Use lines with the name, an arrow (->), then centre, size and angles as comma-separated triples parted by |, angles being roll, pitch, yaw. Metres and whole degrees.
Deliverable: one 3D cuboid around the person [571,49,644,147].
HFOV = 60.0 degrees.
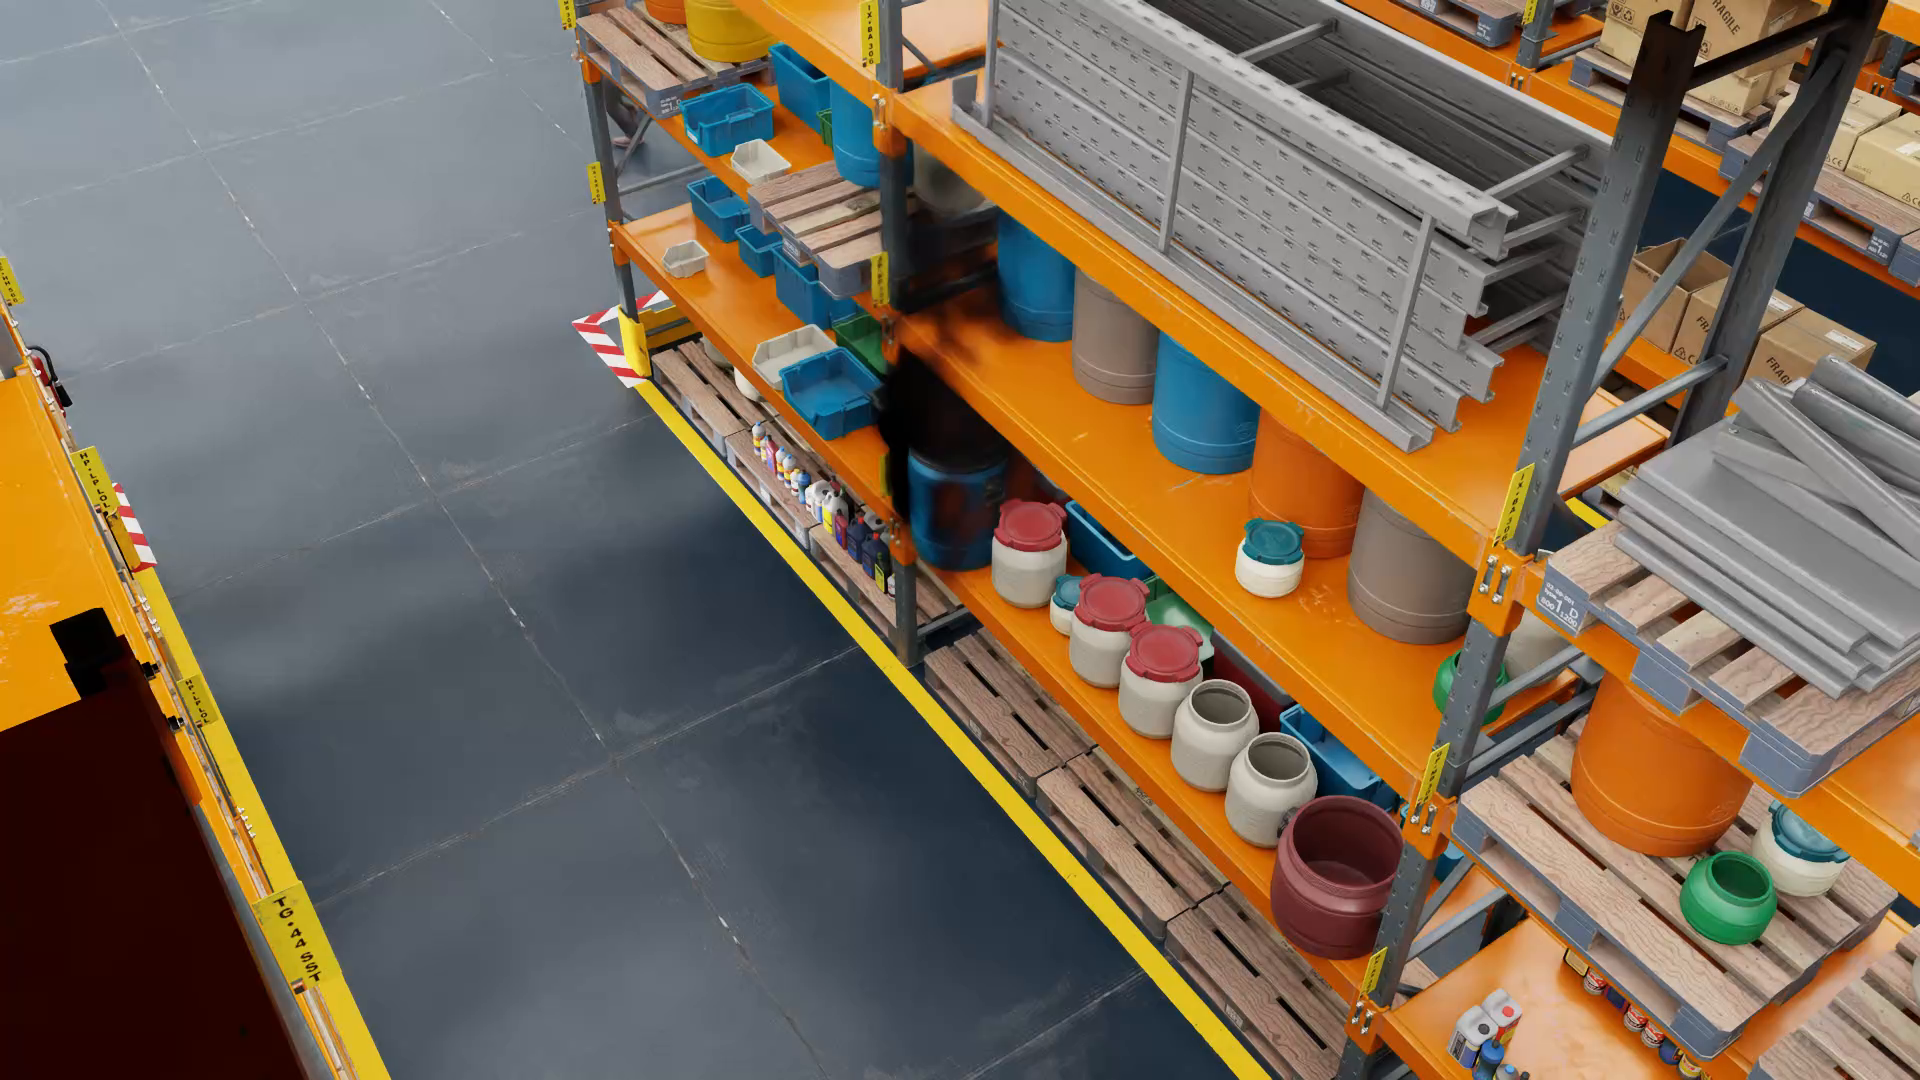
person -> -3.279, -4.372, 15.318 | 0.555, 1.609, 0.574 | -8, 43, -9
